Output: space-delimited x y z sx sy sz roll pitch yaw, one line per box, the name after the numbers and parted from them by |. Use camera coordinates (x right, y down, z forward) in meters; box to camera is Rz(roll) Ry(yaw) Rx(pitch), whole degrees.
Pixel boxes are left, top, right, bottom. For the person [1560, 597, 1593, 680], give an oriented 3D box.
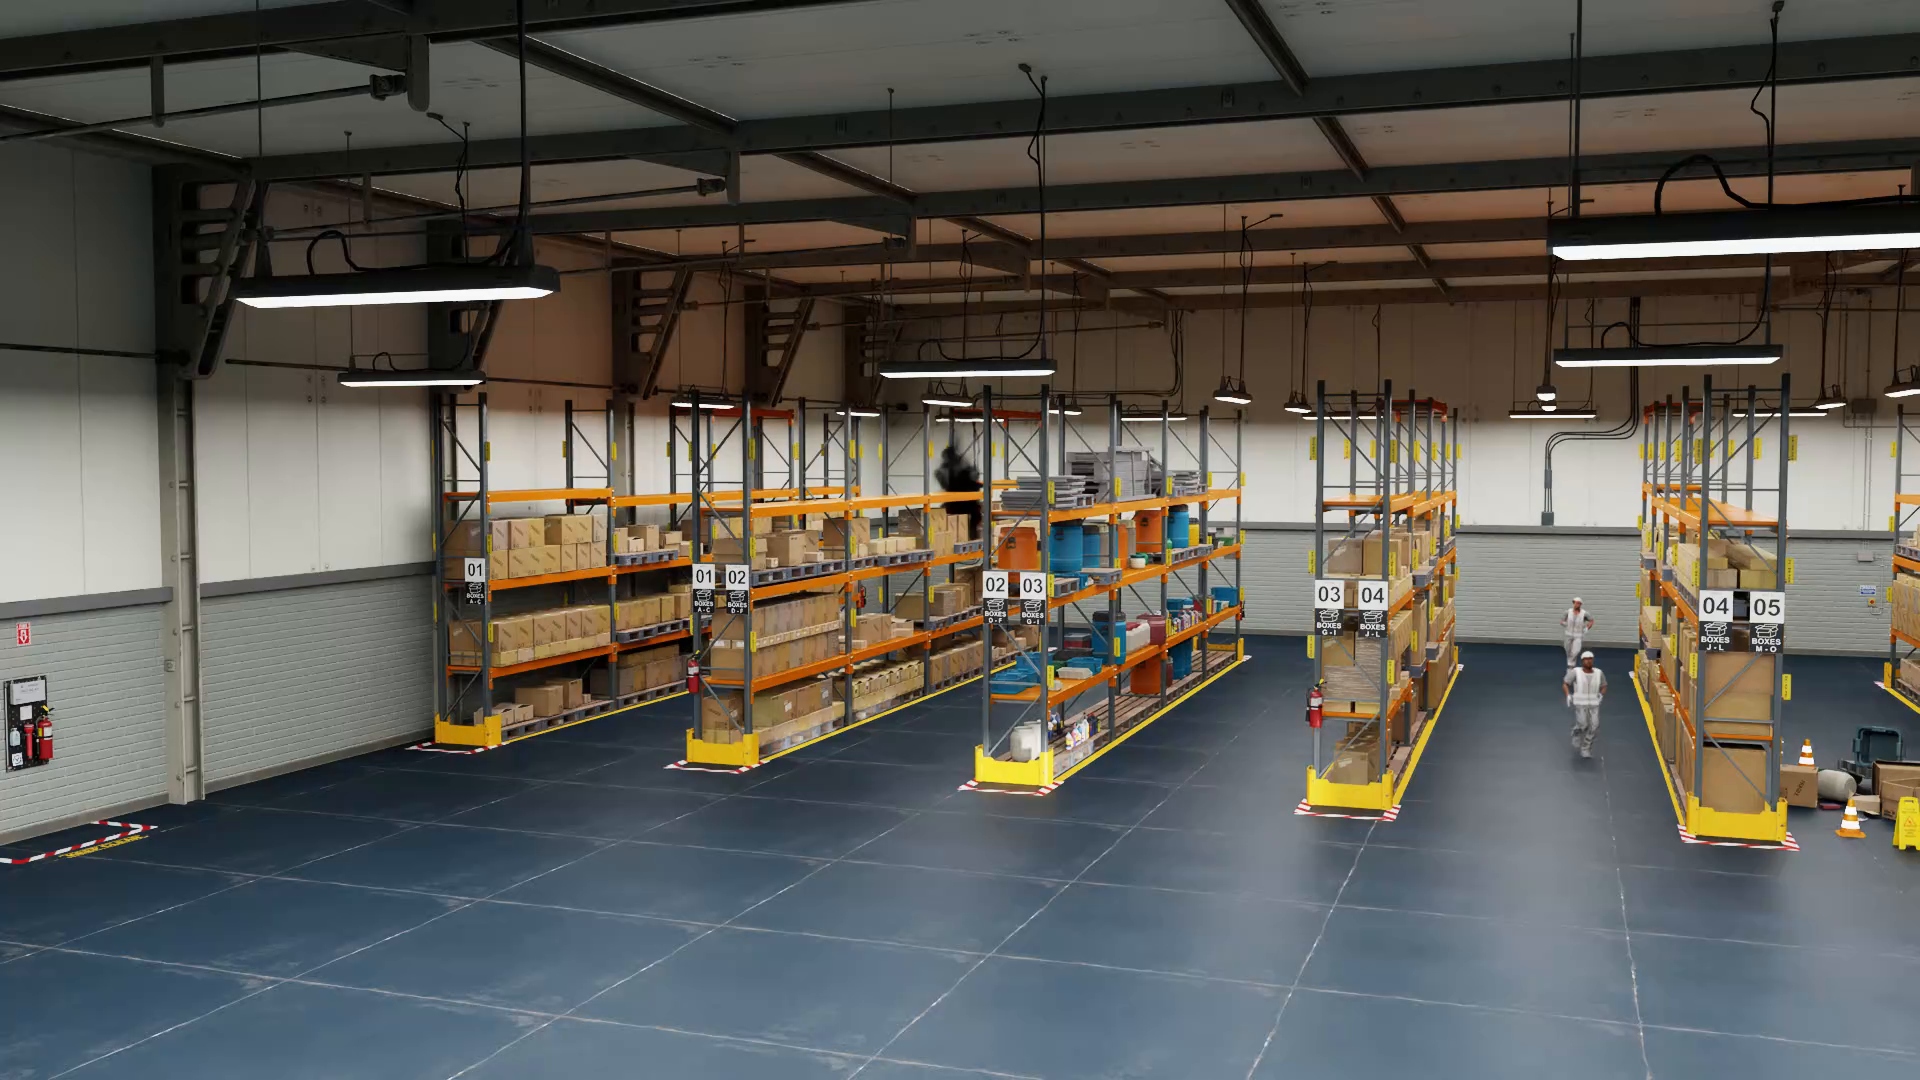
13.538 2.156 36.585 0.662 1.811 0.893 2 4 36 | person

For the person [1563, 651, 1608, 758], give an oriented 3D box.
10.238 2.687 27.153 0.684 1.732 0.594 0 3 5 | person
